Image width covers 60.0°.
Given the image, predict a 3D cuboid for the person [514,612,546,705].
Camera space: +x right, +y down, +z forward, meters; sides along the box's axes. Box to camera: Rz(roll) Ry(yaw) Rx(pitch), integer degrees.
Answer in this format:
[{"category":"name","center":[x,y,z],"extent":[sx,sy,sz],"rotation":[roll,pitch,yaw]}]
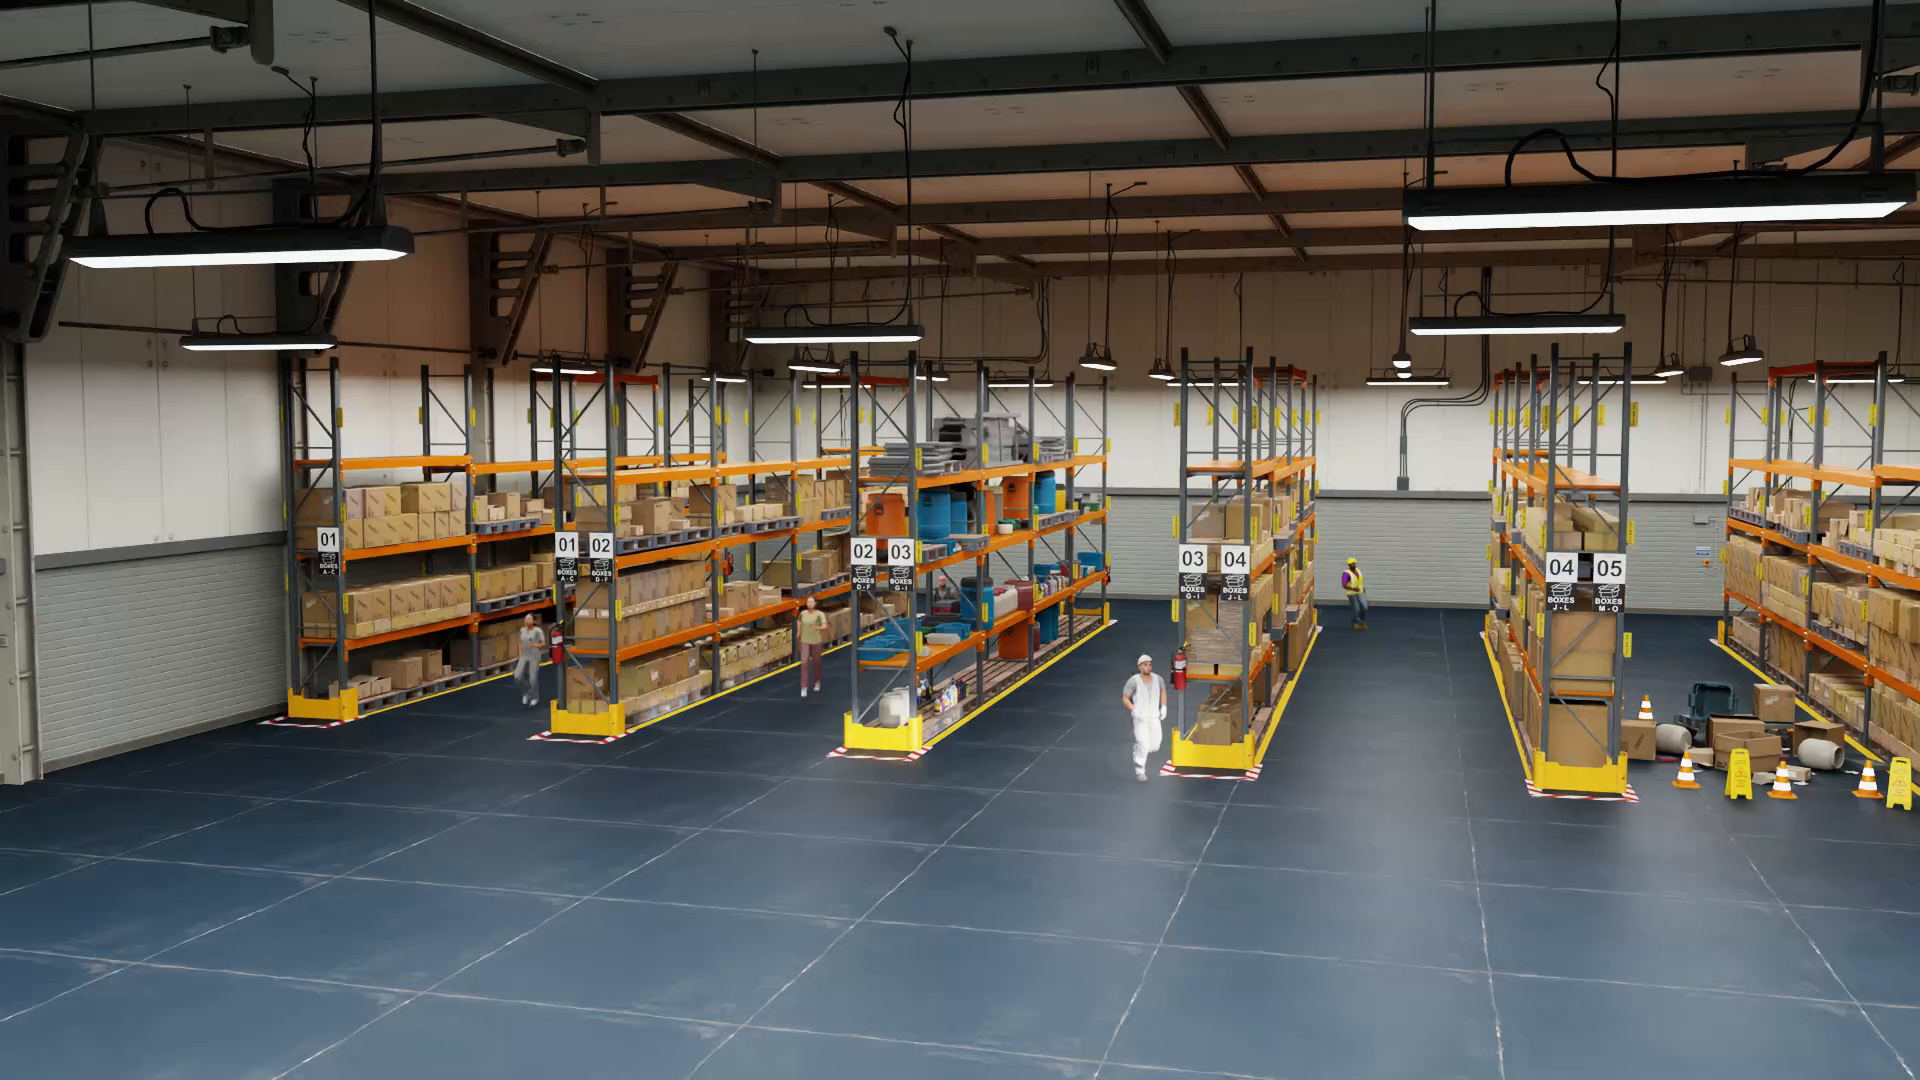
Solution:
[{"category":"person","center":[-7.453,2.063,28.827],"extent":[0.564,1.629,0.628],"rotation":[1,4,10]}]

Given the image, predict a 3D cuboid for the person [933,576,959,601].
[{"category":"person","center":[-0.359,1.603,34.706],"extent":[0.647,1.684,0.602],"rotation":[0,4,7]}]

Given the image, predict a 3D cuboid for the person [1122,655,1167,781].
[{"category":"person","center":[2.566,2.448,23.005],"extent":[0.685,1.745,0.643],"rotation":[-1,4,-17]}]

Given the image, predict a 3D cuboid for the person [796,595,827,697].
[{"category":"person","center":[-2.550,1.788,28.540],"extent":[0.564,1.691,0.865],"rotation":[0,4,5]}]

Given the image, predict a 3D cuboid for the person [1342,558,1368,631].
[{"category":"person","center":[9.267,1.277,39.021],"extent":[0.702,1.738,0.625],"rotation":[-2,4,-20]}]
